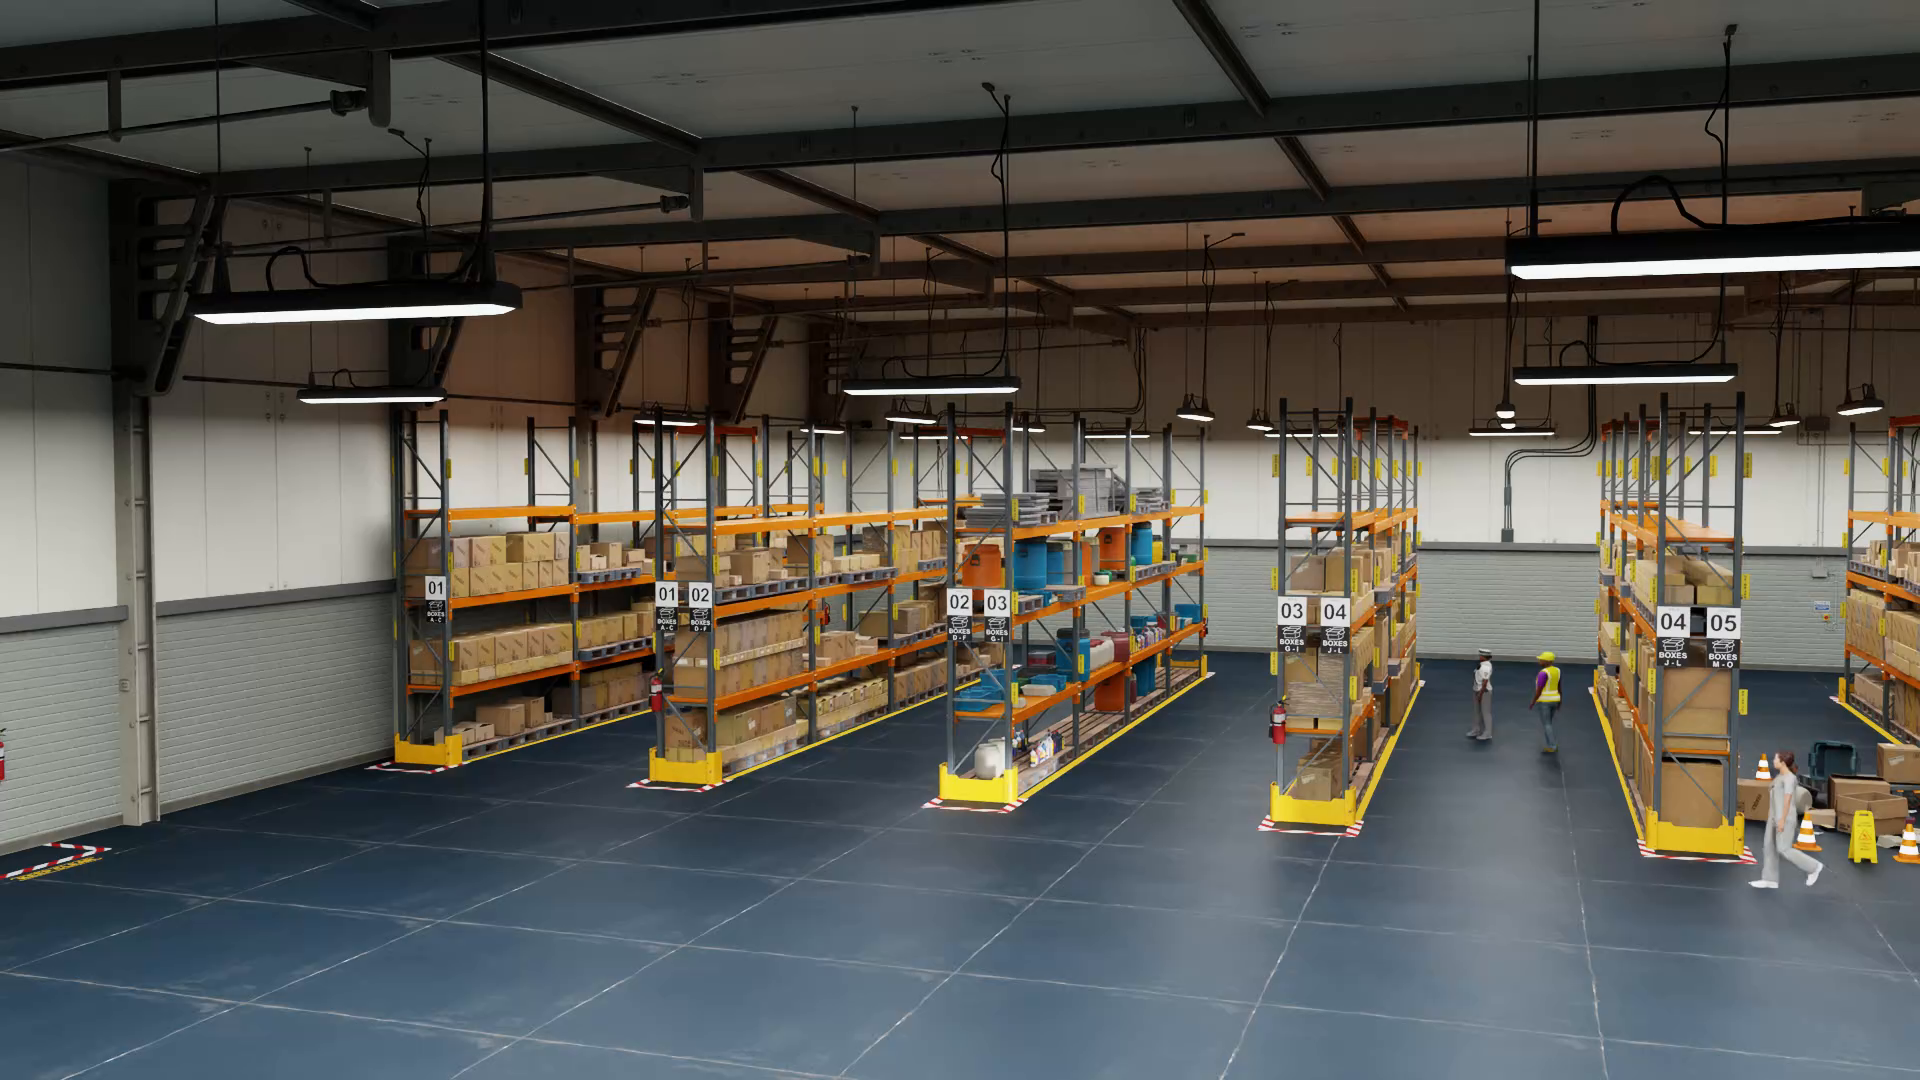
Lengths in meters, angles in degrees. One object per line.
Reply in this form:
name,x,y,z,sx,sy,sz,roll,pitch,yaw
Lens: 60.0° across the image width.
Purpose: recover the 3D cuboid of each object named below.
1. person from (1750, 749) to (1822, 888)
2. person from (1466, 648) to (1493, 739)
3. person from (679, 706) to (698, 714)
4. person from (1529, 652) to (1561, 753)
person,9.807,3.314,19.727,0.742,1.660,0.422,0,2,-2
person,9.658,2.841,30.860,0.425,1.666,0.503,0,2,-4
person,-5.414,2.784,33.537,0.581,1.642,0.440,-2,3,-33
person,10.355,2.882,29.320,0.617,1.825,0.493,-1,3,-21
